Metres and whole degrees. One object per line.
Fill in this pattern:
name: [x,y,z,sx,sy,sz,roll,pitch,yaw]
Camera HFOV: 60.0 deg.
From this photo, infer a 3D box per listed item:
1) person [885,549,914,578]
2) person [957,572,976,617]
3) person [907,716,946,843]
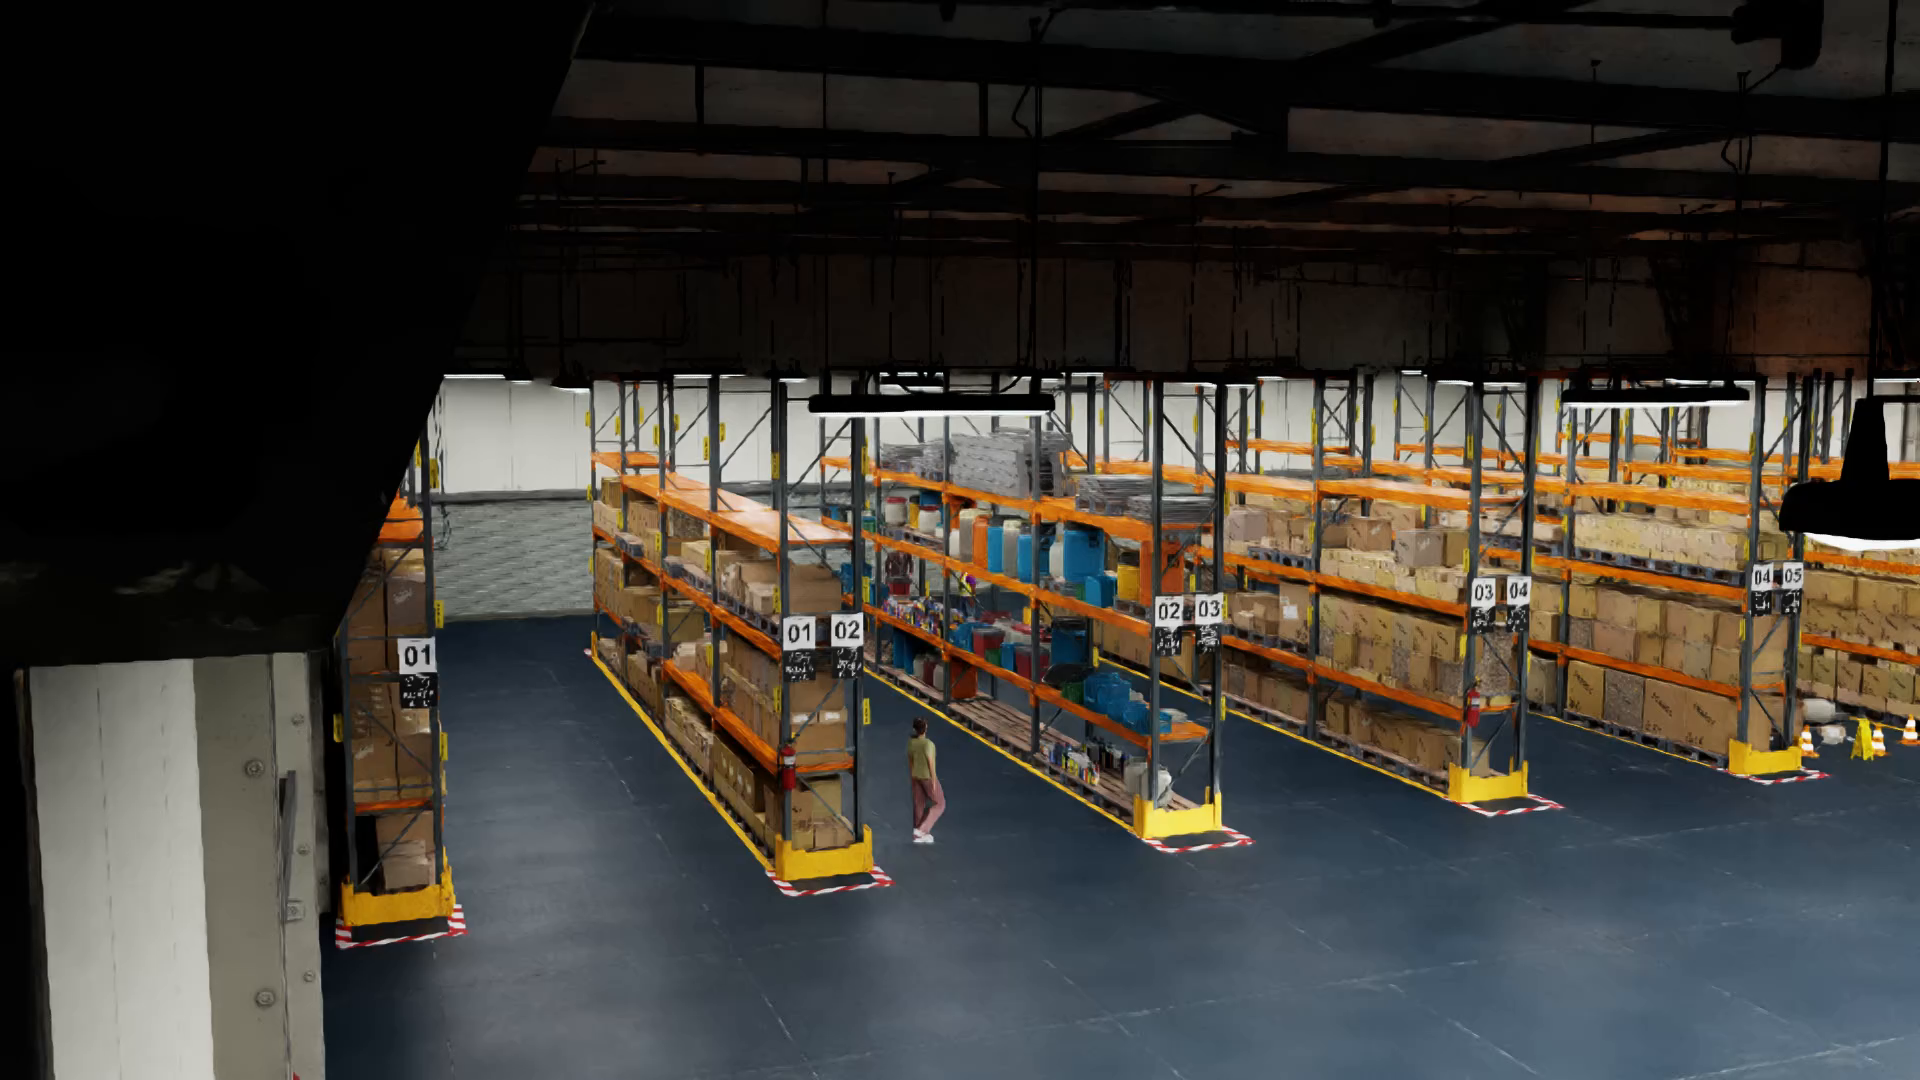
person: [-1.514,0.877,41.220,0.729,1.733,0.546,-3,7,-22]
person: [0.136,1.273,37.426,0.506,1.766,0.652,-3,7,-27]
person: [-0.477,3.105,21.503,0.493,1.671,0.435,6,9,42]
